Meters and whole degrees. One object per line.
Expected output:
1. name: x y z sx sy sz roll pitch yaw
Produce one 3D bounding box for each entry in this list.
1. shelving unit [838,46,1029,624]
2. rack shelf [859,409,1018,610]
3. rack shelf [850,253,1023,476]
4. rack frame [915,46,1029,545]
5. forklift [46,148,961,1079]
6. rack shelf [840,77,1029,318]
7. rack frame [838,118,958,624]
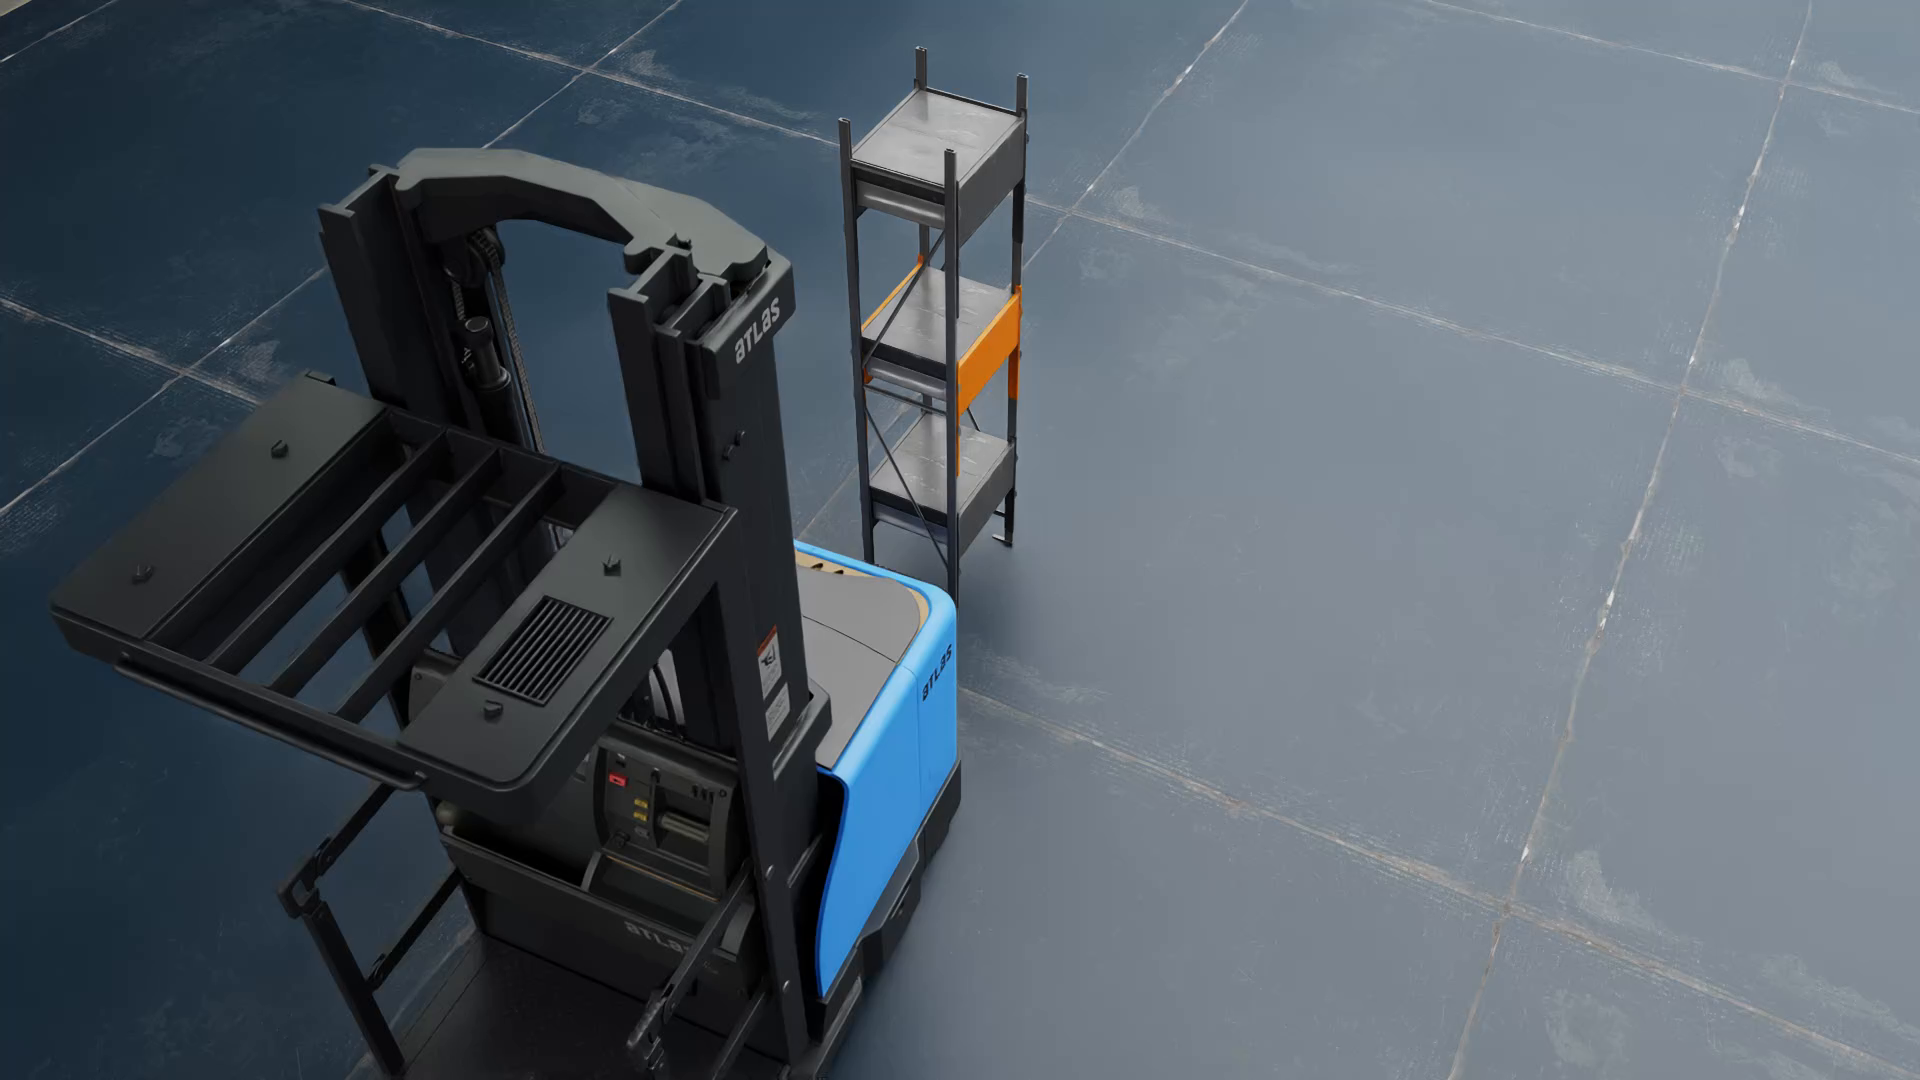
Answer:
1. shelving unit: -0.077 -0.634 5.900 0.431 2.100 0.503 20 49 19
2. rack shelf: -0.077 -0.132 6.408 0.431 0.518 0.480 20 49 19
3. rack shelf: -0.077 -0.624 5.910 0.431 0.518 0.480 20 49 19
4. rack frame: 0.036 -0.788 6.052 0.400 2.100 0.015 20 49 19
5. forklift: -1.060 0.701 3.996 1.130 2.935 3.031 18 48 17
6. rack shelf: -0.077 -1.116 5.412 0.431 0.518 0.480 20 49 19
7. rack frame: -0.190 -0.480 5.748 0.400 2.100 0.015 20 49 19
